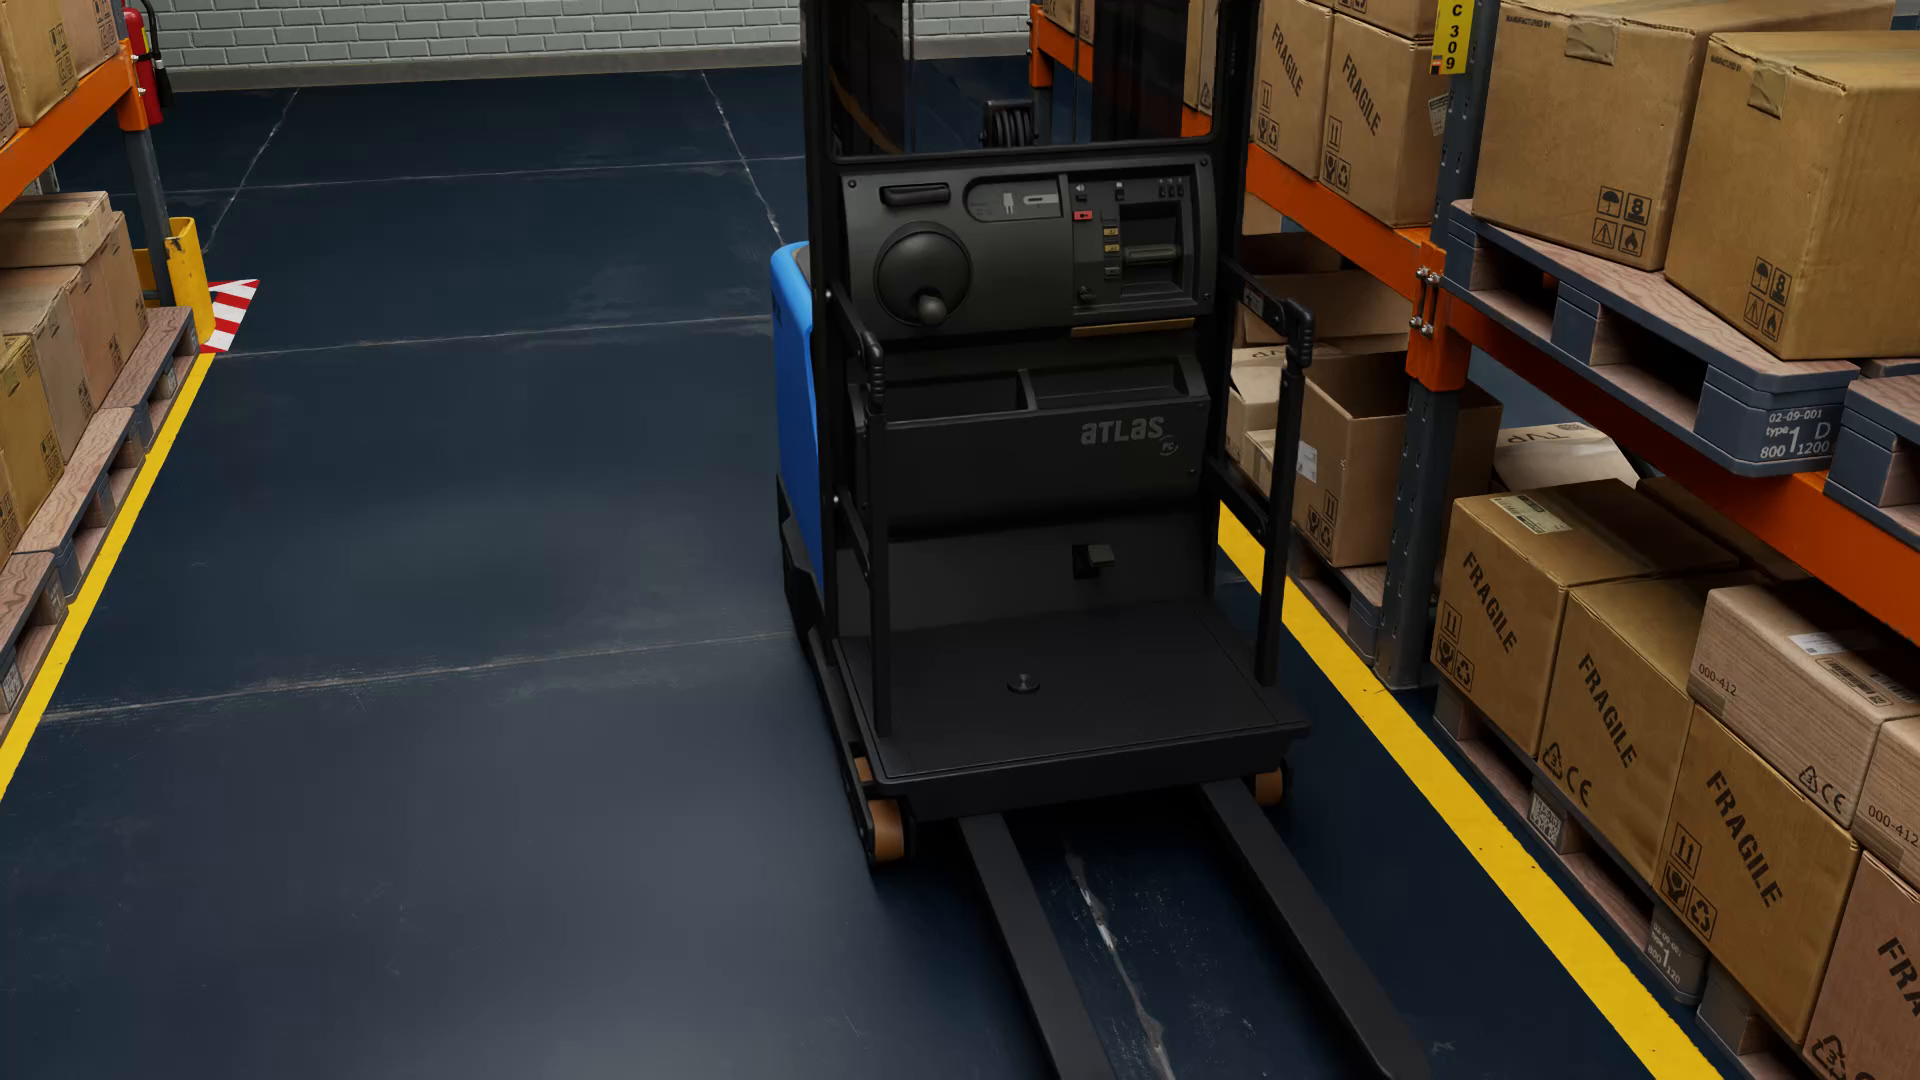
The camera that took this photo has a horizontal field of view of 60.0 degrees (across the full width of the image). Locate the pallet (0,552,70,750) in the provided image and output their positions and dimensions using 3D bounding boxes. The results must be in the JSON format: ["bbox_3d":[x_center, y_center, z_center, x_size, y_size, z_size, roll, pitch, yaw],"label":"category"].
[{"bbox_3d":[-3.189,0.441,4.642,1.003,0.211,1.213,-6,27,-12],"label":"pallet"}]

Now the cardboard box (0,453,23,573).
[{"bbox_3d":[-3.273,-0.093,4.914,0.700,0.500,0.500,-6,27,-12],"label":"cardboard box"}]

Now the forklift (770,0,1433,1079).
[{"bbox_3d":[0.231,-0.690,3.864,1.130,2.935,3.031,-6,27,-12],"label":"forklift"}]

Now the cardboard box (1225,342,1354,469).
[{"bbox_3d":[1.157,-0.513,5.934,0.500,0.311,0.500,-6,27,-12],"label":"cardboard box"}]

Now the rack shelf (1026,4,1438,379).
[{"bbox_3d":[1.281,-1.523,6.238,1.077,0.370,4.000,-6,27,-12],"label":"rack shelf"}]

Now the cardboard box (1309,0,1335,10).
[{"bbox_3d":[1.247,-1.878,4.921,0.500,0.500,0.500,-6,27,-13],"label":"cardboard box"}]

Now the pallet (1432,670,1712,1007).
[{"bbox_3d":[1.951,0.632,4.265,1.003,0.211,1.213,-6,27,-12],"label":"pallet"}]

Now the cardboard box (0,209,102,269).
[{"bbox_3d":[-3.476,-1.132,6.252,0.380,0.149,0.250,-5,27,-10],"label":"cardboard box"}]

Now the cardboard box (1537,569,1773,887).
[{"bbox_3d":[1.734,0.423,3.869,0.500,0.500,0.500,-6,27,-11],"label":"cardboard box"}]

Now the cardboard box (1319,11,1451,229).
[{"bbox_3d":[1.369,-1.205,4.697,0.500,0.500,0.500,-6,27,-11],"label":"cardboard box"}]

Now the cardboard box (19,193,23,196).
[{"bbox_3d":[-3.963,-1.317,6.618,0.380,0.149,0.250,-6,27,-11],"label":"cardboard box"}]

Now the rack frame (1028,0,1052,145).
[{"bbox_3d":[0.830,-2.723,7.815,1.000,3.000,0.127,-6,27,-12],"label":"rack frame"}]

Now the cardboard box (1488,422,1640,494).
[{"bbox_3d":[1.847,-0.169,5.252,0.500,0.311,0.500,-6,27,-12],"label":"cardboard box"}]

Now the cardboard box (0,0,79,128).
[{"bbox_3d":[-3.696,-1.811,5.676,0.980,0.700,0.700,-6,27,-12],"label":"cardboard box"}]

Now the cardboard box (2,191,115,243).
[{"bbox_3d":[-3.534,-1.244,6.474,0.380,0.149,0.250,-6,27,-12],"label":"cardboard box"}]

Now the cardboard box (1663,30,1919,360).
[{"bbox_3d":[1.837,-0.673,3.177,0.700,0.500,0.500,-2,27,-3],"label":"cardboard box"}]

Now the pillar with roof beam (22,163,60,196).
[{"bbox_3d":[-1.253,-6.431,8.504,9.100,9.000,0.400,-6,27,-12],"label":"pillar with roof beam"}]

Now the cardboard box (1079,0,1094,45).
[{"bbox_3d":[0.794,-2.320,6.906,0.500,0.500,0.500,-6,27,-12],"label":"cardboard box"}]

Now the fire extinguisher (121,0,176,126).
[{"bbox_3d":[-3.580,-2.130,7.141,0.296,0.674,0.183,-6,27,-12],"label":"fire extinguisher"}]

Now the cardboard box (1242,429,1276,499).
[{"bbox_3d":[1.184,-0.270,5.632,0.380,0.149,0.250,-6,27,-12],"label":"cardboard box"}]

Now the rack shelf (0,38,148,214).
[{"bbox_3d":[-3.545,-1.019,5.238,1.077,0.370,4.000,-6,27,-12],"label":"rack shelf"}]

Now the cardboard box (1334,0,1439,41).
[{"bbox_3d":[1.365,-1.653,4.476,0.500,0.500,0.500,-6,27,-11],"label":"cardboard box"}]

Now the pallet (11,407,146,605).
[{"bbox_3d":[-3.468,-0.095,5.705,1.003,0.211,1.213,-6,27,-12],"label":"pallet"}]

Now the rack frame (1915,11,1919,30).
[{"bbox_3d":[5.657,-3.224,8.809,1.000,3.000,0.127,-6,27,-12],"label":"rack frame"}]

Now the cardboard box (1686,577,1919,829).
[{"bbox_3d":[1.828,0.294,3.292,0.500,0.250,0.500,-6,27,-11],"label":"cardboard box"}]

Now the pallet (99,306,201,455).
[{"bbox_3d":[-3.739,-0.630,6.764,1.003,0.211,1.213,-6,27,-12],"label":"pallet"}]

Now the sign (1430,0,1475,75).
[{"bbox_3d":[1.204,-1.295,4.025,0.100,0.325,0.005,-6,27,-12],"label":"sign"}]

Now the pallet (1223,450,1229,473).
[{"bbox_3d":[1.299,-0.560,6.625,1.003,0.211,1.213,-6,27,-12],"label":"pallet"}]

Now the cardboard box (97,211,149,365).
[{"bbox_3d":[-3.740,-0.992,6.695,0.700,0.500,0.500,-6,27,-12],"label":"cardboard box"}]

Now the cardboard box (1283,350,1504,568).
[{"bbox_3d":[1.327,-0.268,5.239,0.500,0.500,0.500,-6,27,-12],"label":"cardboard box"}]

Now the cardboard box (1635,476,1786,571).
[{"bbox_3d":[2.122,0.140,4.429,0.500,0.500,0.500,-6,27,-12],"label":"cardboard box"}]

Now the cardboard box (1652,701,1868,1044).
[{"bbox_3d":[1.839,0.643,3.433,0.500,0.500,0.500,-6,27,-11],"label":"cardboard box"}]

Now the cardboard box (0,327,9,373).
[{"bbox_3d":[-3.180,-0.560,5.118,0.380,0.149,0.250,-7,28,-13],"label":"cardboard box"}]

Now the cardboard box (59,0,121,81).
[{"bbox_3d":[-3.871,-2.129,6.306,0.980,0.700,0.700,-5,27,-9],"label":"cardboard box"}]

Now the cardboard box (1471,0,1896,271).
[{"bbox_3d":[1.620,-0.968,3.762,0.700,0.500,0.500,-16,31,-29],"label":"cardboard box"}]

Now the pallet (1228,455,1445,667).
[{"bbox_3d":[1.577,-0.023,5.562,1.003,0.211,1.213,-6,27,-12],"label":"pallet"}]

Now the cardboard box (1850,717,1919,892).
[{"bbox_3d":[1.942,0.514,2.856,0.500,0.250,0.500,-6,27,-13],"label":"cardboard box"}]

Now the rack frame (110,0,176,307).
[{"bbox_3d":[-3.996,-2.218,6.815,1.000,3.000,0.127,-6,27,-12],"label":"rack frame"}]

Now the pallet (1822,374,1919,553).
[{"bbox_3d":[2.190,0.022,2.591,1.003,0.211,1.213,-6,27,-12],"label":"pallet"}]

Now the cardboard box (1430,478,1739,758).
[{"bbox_3d":[1.603,0.190,4.331,0.500,0.500,0.500,-7,28,-14],"label":"cardboard box"}]

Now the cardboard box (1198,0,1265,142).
[{"bbox_3d":[1.133,-1.656,5.591,0.500,0.500,0.500,-5,27,-10],"label":"cardboard box"}]

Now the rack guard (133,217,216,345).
[{"bbox_3d":[-4.001,-1.113,7.400,1.175,0.500,0.348,-6,27,-12],"label":"rack guard"}]

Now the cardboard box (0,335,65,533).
[{"bbox_3d":[-3.386,-0.319,5.360,0.700,0.500,0.500,-5,27,-10],"label":"cardboard box"}]

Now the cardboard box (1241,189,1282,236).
[{"bbox_3d":[1.192,-1.589,7.856,0.500,0.500,0.500,-6,27,-12],"label":"cardboard box"}]

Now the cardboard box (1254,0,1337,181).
[{"bbox_3d":[1.251,-1.431,5.145,0.500,0.500,0.500,-5,27,-10],"label":"cardboard box"}]

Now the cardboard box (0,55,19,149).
[{"bbox_3d":[-3.533,-1.475,5.011,0.980,0.700,0.700,-7,28,-14],"label":"cardboard box"}]

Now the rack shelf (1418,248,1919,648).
[{"bbox_3d":[2.182,0.233,2.759,1.077,0.370,4.000,-6,27,-12],"label":"rack shelf"}]

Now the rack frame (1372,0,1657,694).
[{"bbox_3d":[1.731,-0.967,4.336,1.000,3.000,0.127,-6,27,-12],"label":"rack frame"}]

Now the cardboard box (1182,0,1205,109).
[{"bbox_3d":[1.016,-1.880,6.034,0.500,0.500,0.500,-6,27,-11],"label":"cardboard box"}]

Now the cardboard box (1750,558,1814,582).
[{"bbox_3d":[2.225,0.358,3.997,0.500,0.500,0.500,-6,27,-11],"label":"cardboard box"}]

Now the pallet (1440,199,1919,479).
[{"bbox_3d":[1.805,-0.519,3.662,1.003,0.211,1.213,-6,27,-12],"label":"pallet"}]

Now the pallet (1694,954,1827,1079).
[{"bbox_3d":[2.230,1.168,3.201,1.003,0.211,1.213,-6,27,-12],"label":"pallet"}]

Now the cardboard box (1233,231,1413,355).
[{"bbox_3d":[1.303,-0.873,6.433,0.797,0.503,0.637,-6,27,-12],"label":"cardboard box"}]

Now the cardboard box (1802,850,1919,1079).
[{"bbox_3d":[1.953,0.865,2.993,0.500,0.500,0.500,-7,28,-14],"label":"cardboard box"}]

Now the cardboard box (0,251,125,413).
[{"bbox_3d":[-3.628,-0.773,6.260,0.700,0.500,0.500,-6,27,-12],"label":"cardboard box"}]

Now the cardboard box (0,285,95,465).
[{"bbox_3d":[-3.514,-0.552,5.823,0.700,0.500,0.500,-7,28,-13],"label":"cardboard box"}]

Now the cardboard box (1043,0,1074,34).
[{"bbox_3d":[0.673,-2.546,7.354,0.500,0.500,0.500,-5,27,-11],"label":"cardboard box"}]
